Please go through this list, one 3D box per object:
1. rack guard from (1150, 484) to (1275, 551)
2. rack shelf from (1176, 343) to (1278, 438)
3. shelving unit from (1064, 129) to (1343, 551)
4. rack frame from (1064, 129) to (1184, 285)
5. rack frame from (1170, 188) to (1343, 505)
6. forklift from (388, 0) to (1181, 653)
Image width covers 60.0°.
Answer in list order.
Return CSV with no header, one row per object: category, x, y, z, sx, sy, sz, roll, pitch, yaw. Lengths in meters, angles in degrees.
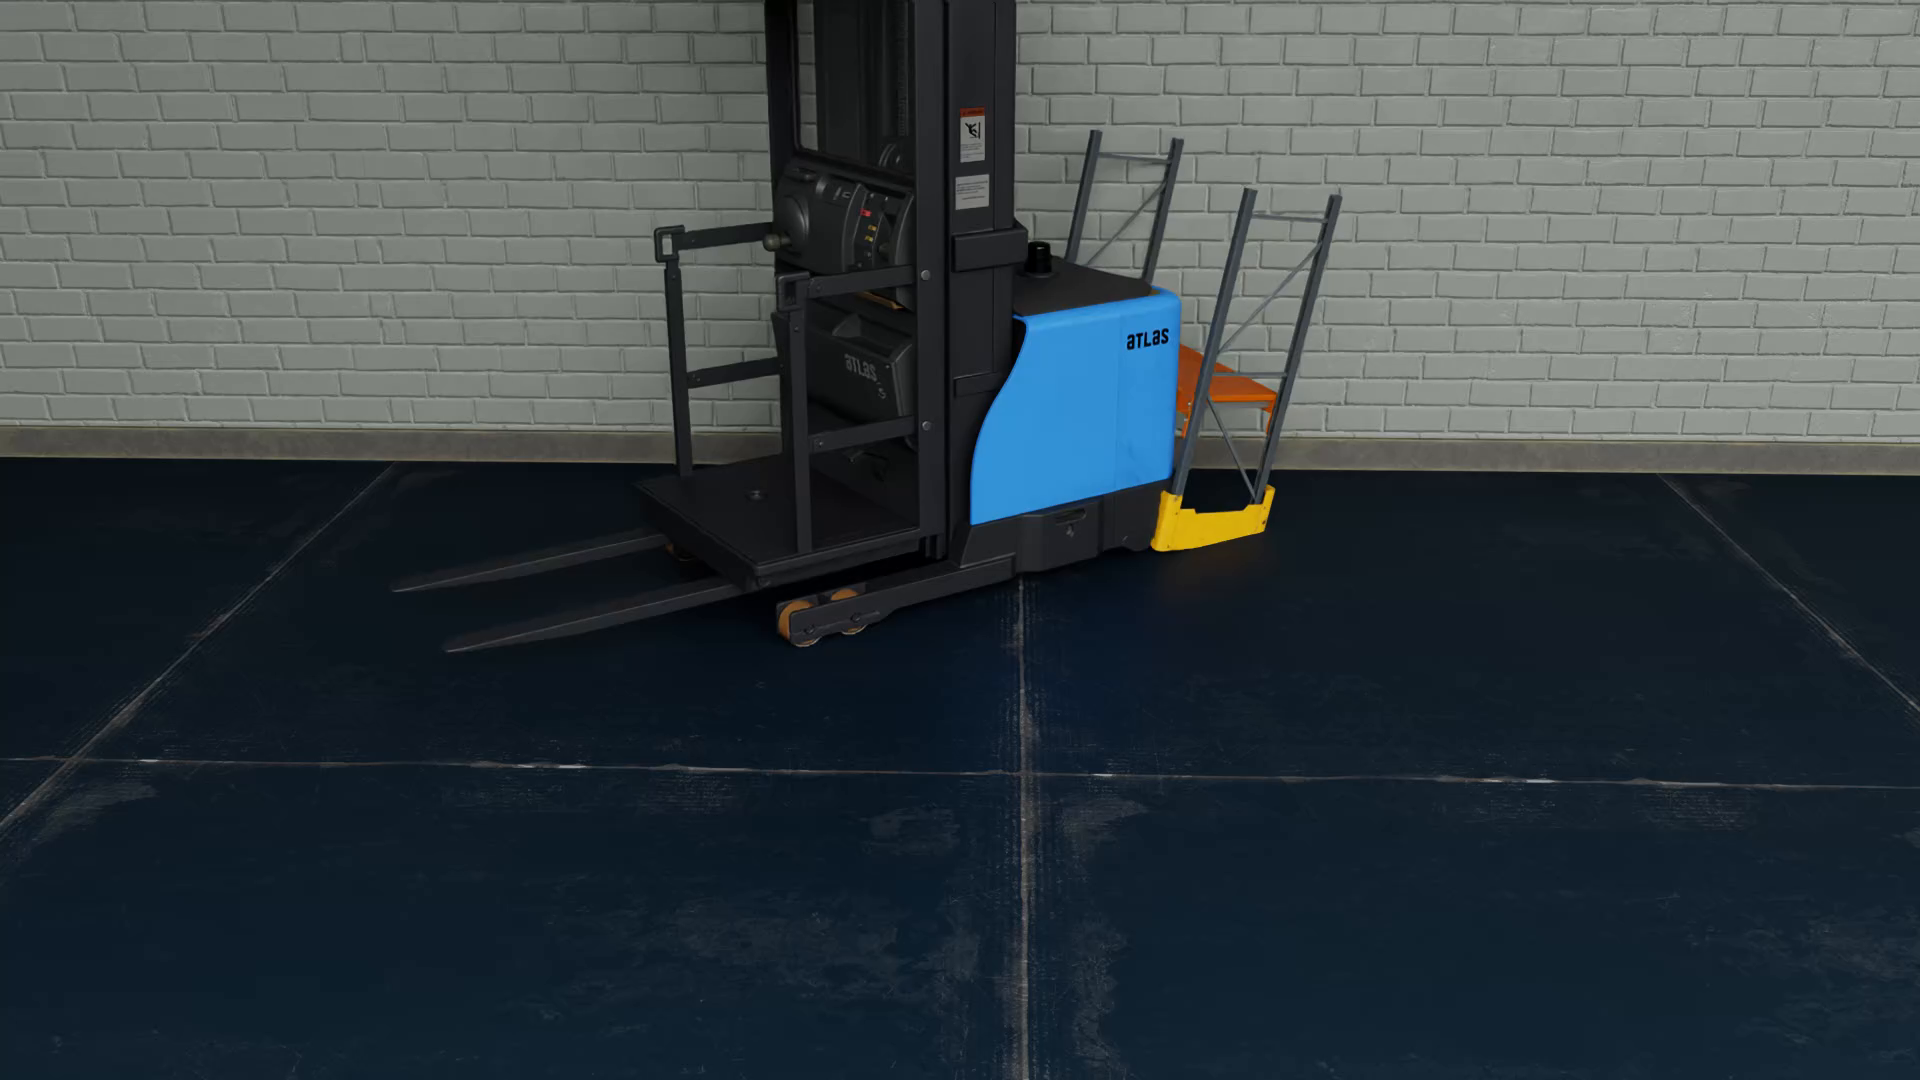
rack guard,1.059,-0.099,6.979,0.587,0.250,0.087,-4,26,-33
rack shelf,0.875,-0.711,7.197,0.538,0.185,1.000,-4,26,-33
shelving unit,0.912,-0.871,7.124,0.587,1.500,1.083,-4,26,-33
rack frame,0.645,-1.080,7.515,0.500,1.500,0.032,-4,26,-33
rack frame,1.170,-0.669,6.747,0.500,1.500,0.032,-4,26,-33
forklift,-0.614,-1.195,6.057,3.031,2.935,1.130,-14,25,-31
